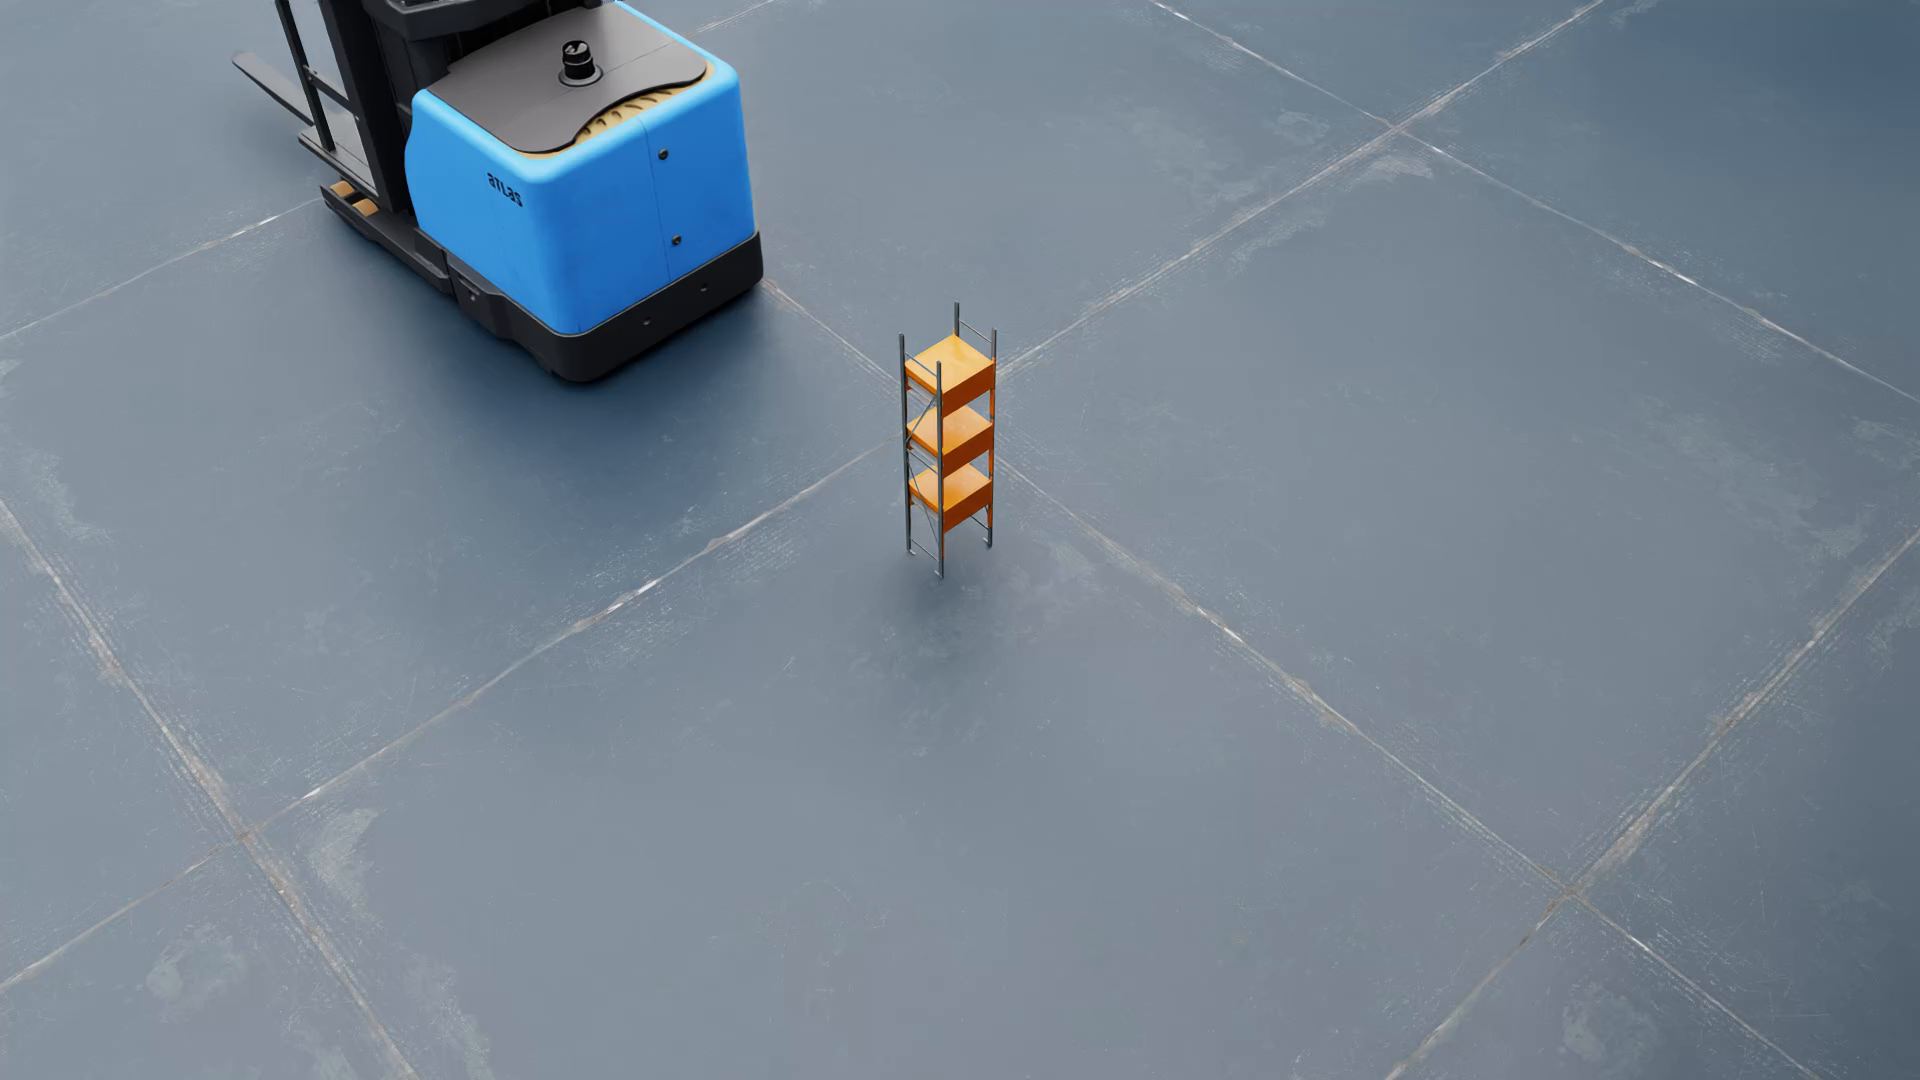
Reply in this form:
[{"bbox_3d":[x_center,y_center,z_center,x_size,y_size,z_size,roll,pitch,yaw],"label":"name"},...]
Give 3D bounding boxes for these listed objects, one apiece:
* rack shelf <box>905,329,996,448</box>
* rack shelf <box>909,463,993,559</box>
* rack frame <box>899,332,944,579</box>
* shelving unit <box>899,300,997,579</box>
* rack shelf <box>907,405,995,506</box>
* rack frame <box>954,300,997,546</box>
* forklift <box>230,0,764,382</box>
[{"bbox_3d":[-0.040,-0.515,5.639,0.240,0.259,0.215,-34,56,-27],"label":"rack shelf"},{"bbox_3d":[-0.040,-0.134,6.052,0.240,0.259,0.215,-34,56,-27],"label":"rack shelf"},{"bbox_3d":[-0.130,-0.269,5.784,0.008,1.050,0.200,-34,56,-27],"label":"rack frame"},{"bbox_3d":[-0.040,-0.330,5.840,0.252,1.050,0.215,-34,56,-27],"label":"shelving unit"},{"bbox_3d":[-0.040,-0.322,5.848,0.240,0.259,0.215,-34,56,-27],"label":"rack shelf"},{"bbox_3d":[0.051,-0.390,5.895,0.008,1.050,0.200,-34,56,-27],"label":"rack frame"},{"bbox_3d":[-2.256,-2.607,6.661,3.031,2.935,1.130,36,57,28],"label":"forklift"}]
